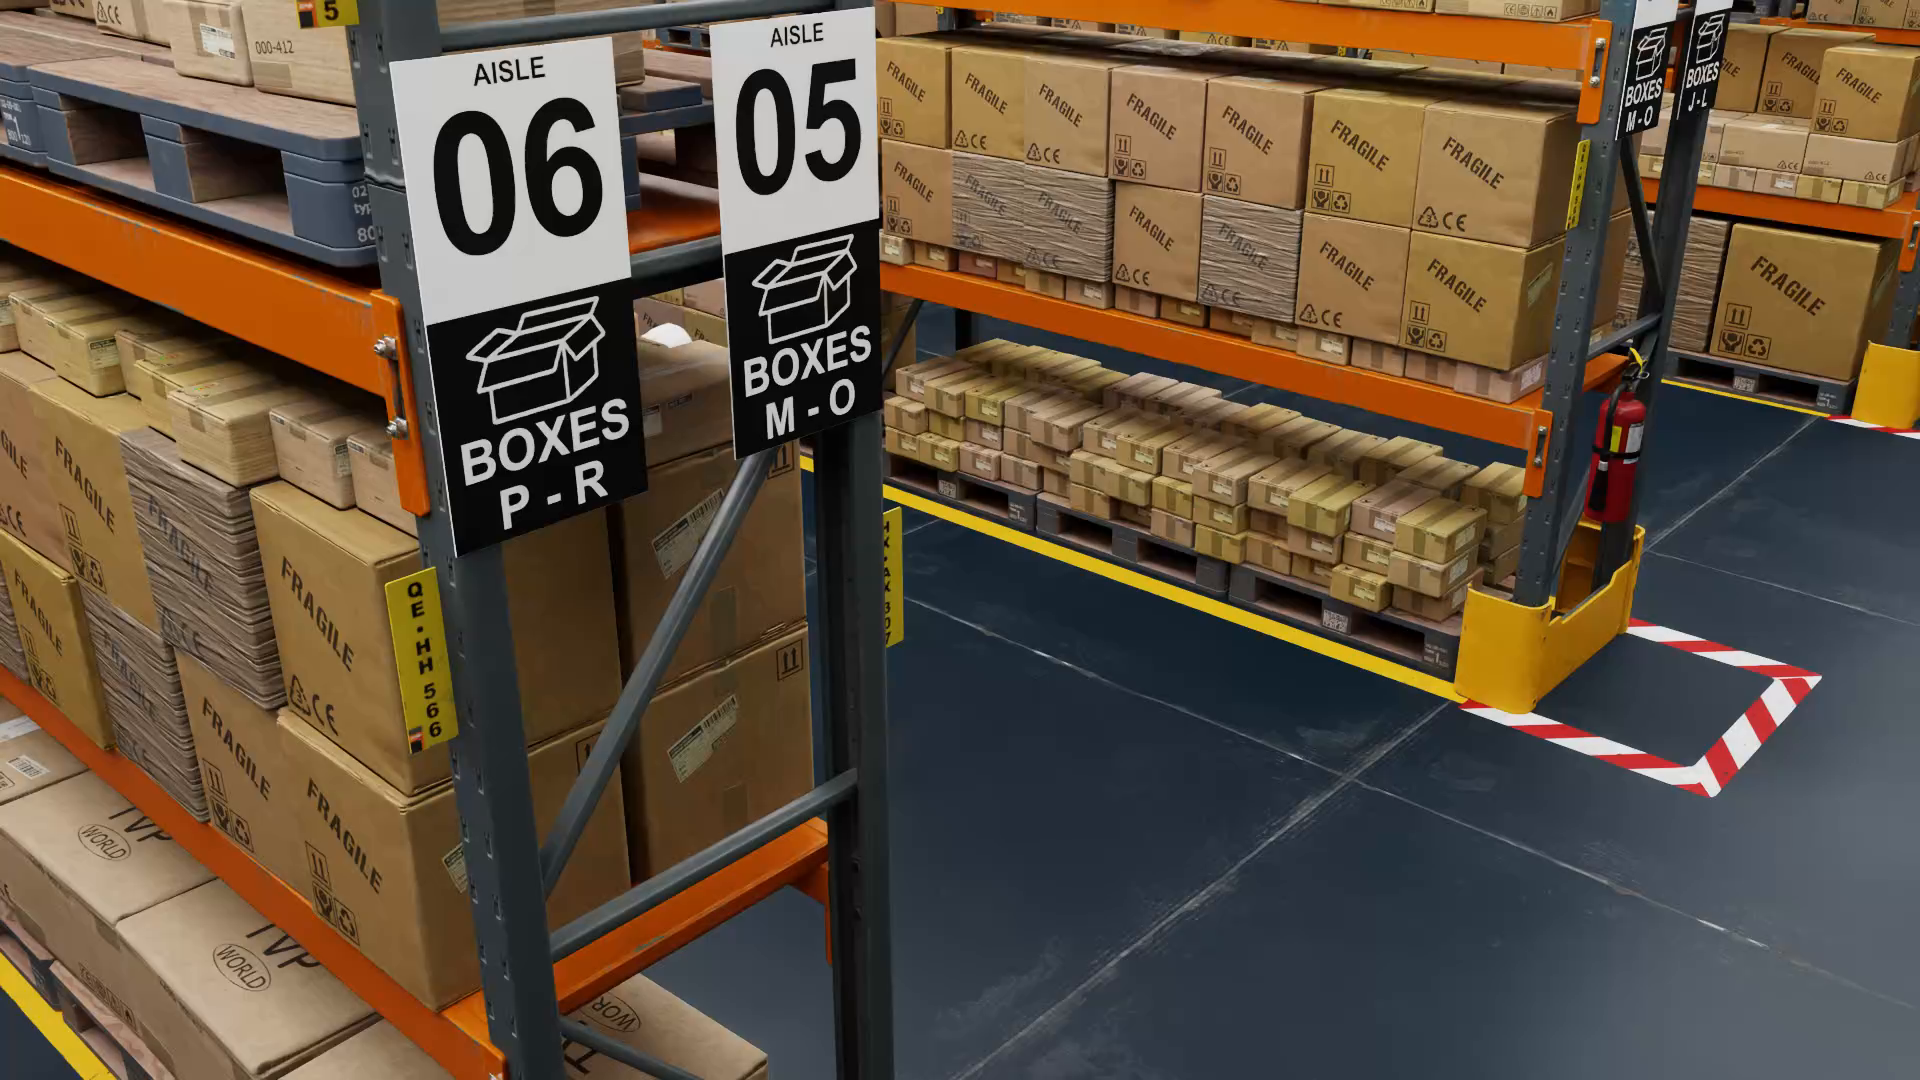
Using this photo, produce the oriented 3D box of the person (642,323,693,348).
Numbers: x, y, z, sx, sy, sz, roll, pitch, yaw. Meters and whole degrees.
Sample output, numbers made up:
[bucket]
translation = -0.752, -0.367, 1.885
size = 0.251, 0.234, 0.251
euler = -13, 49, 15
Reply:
[person]
translation = -1.087, -0.013, 6.599
size = 0.581, 1.769, 0.476
euler = 18, 30, 35
